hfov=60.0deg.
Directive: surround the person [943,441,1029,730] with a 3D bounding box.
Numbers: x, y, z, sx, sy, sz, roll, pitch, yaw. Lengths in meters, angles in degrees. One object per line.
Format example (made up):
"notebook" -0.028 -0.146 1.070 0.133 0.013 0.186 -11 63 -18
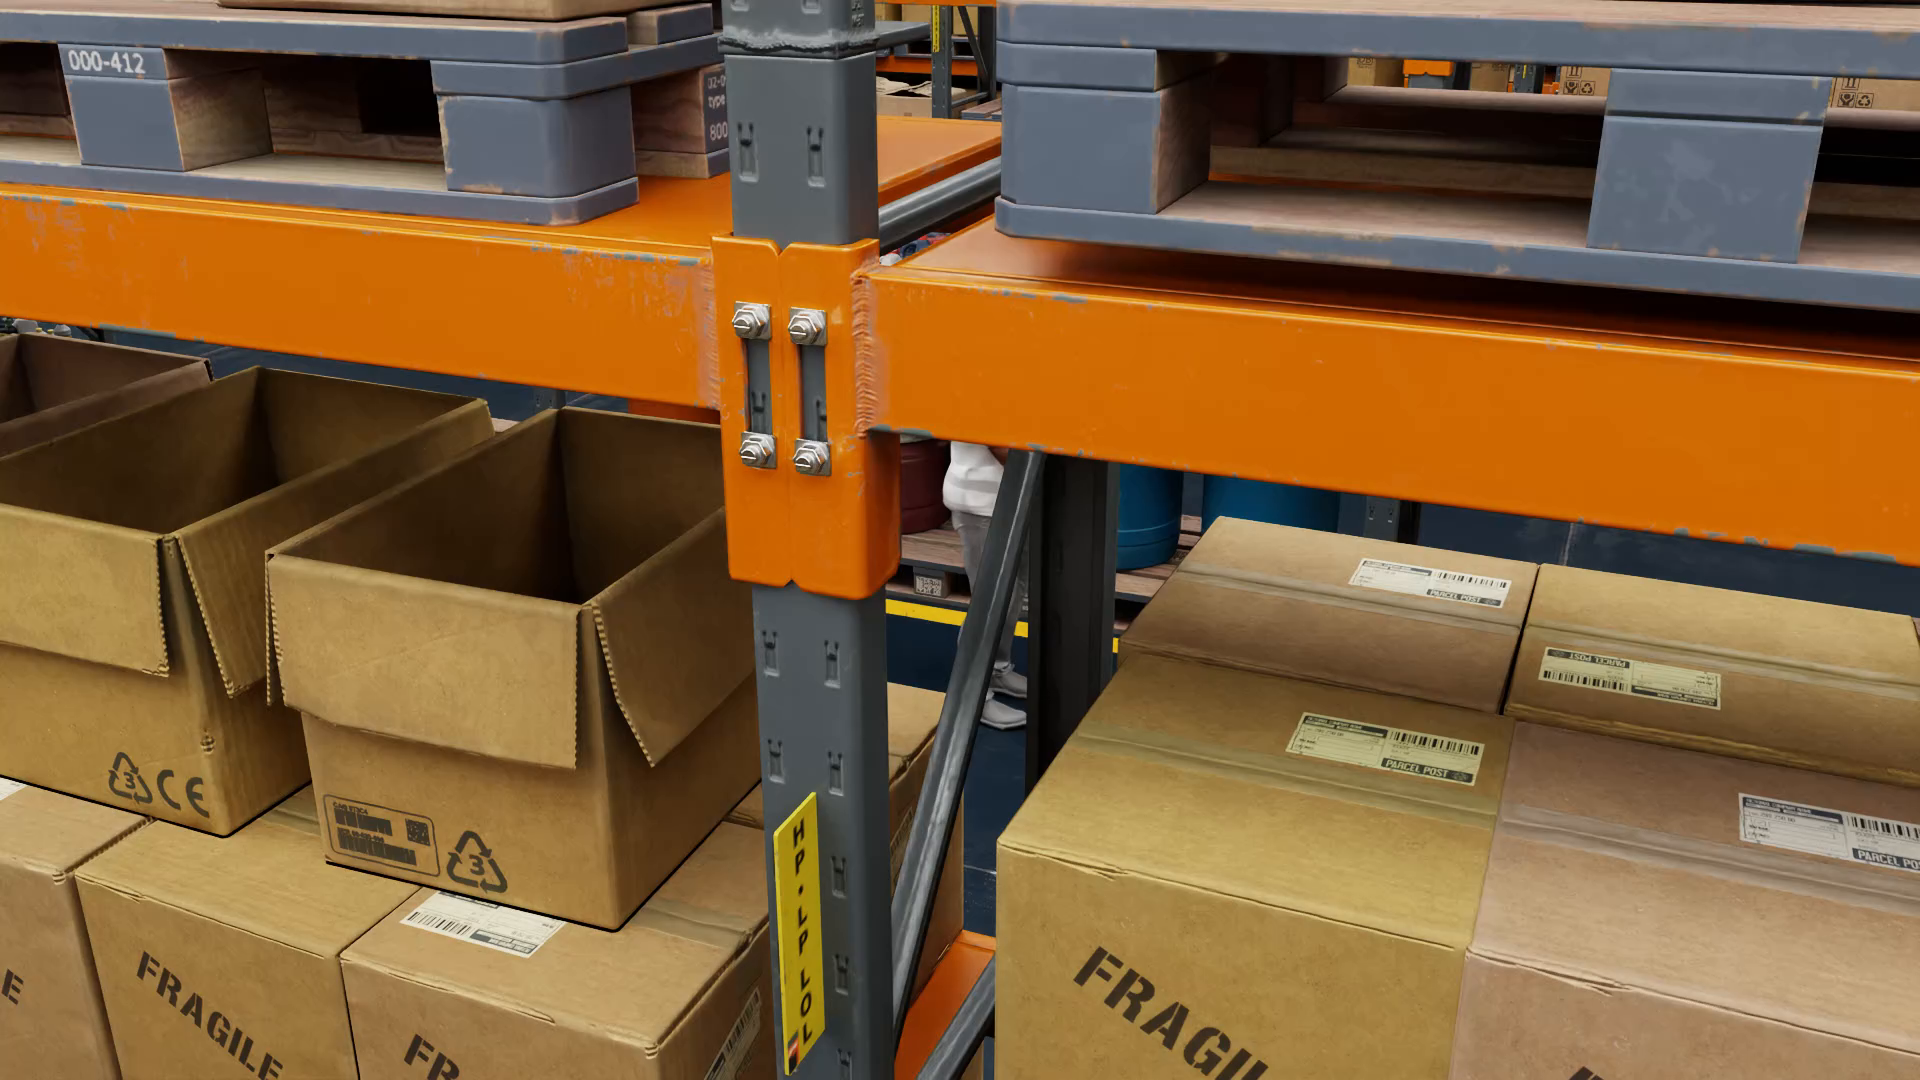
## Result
"person" 0.220 -0.141 6.411 0.575 1.760 0.504 8 24 19
